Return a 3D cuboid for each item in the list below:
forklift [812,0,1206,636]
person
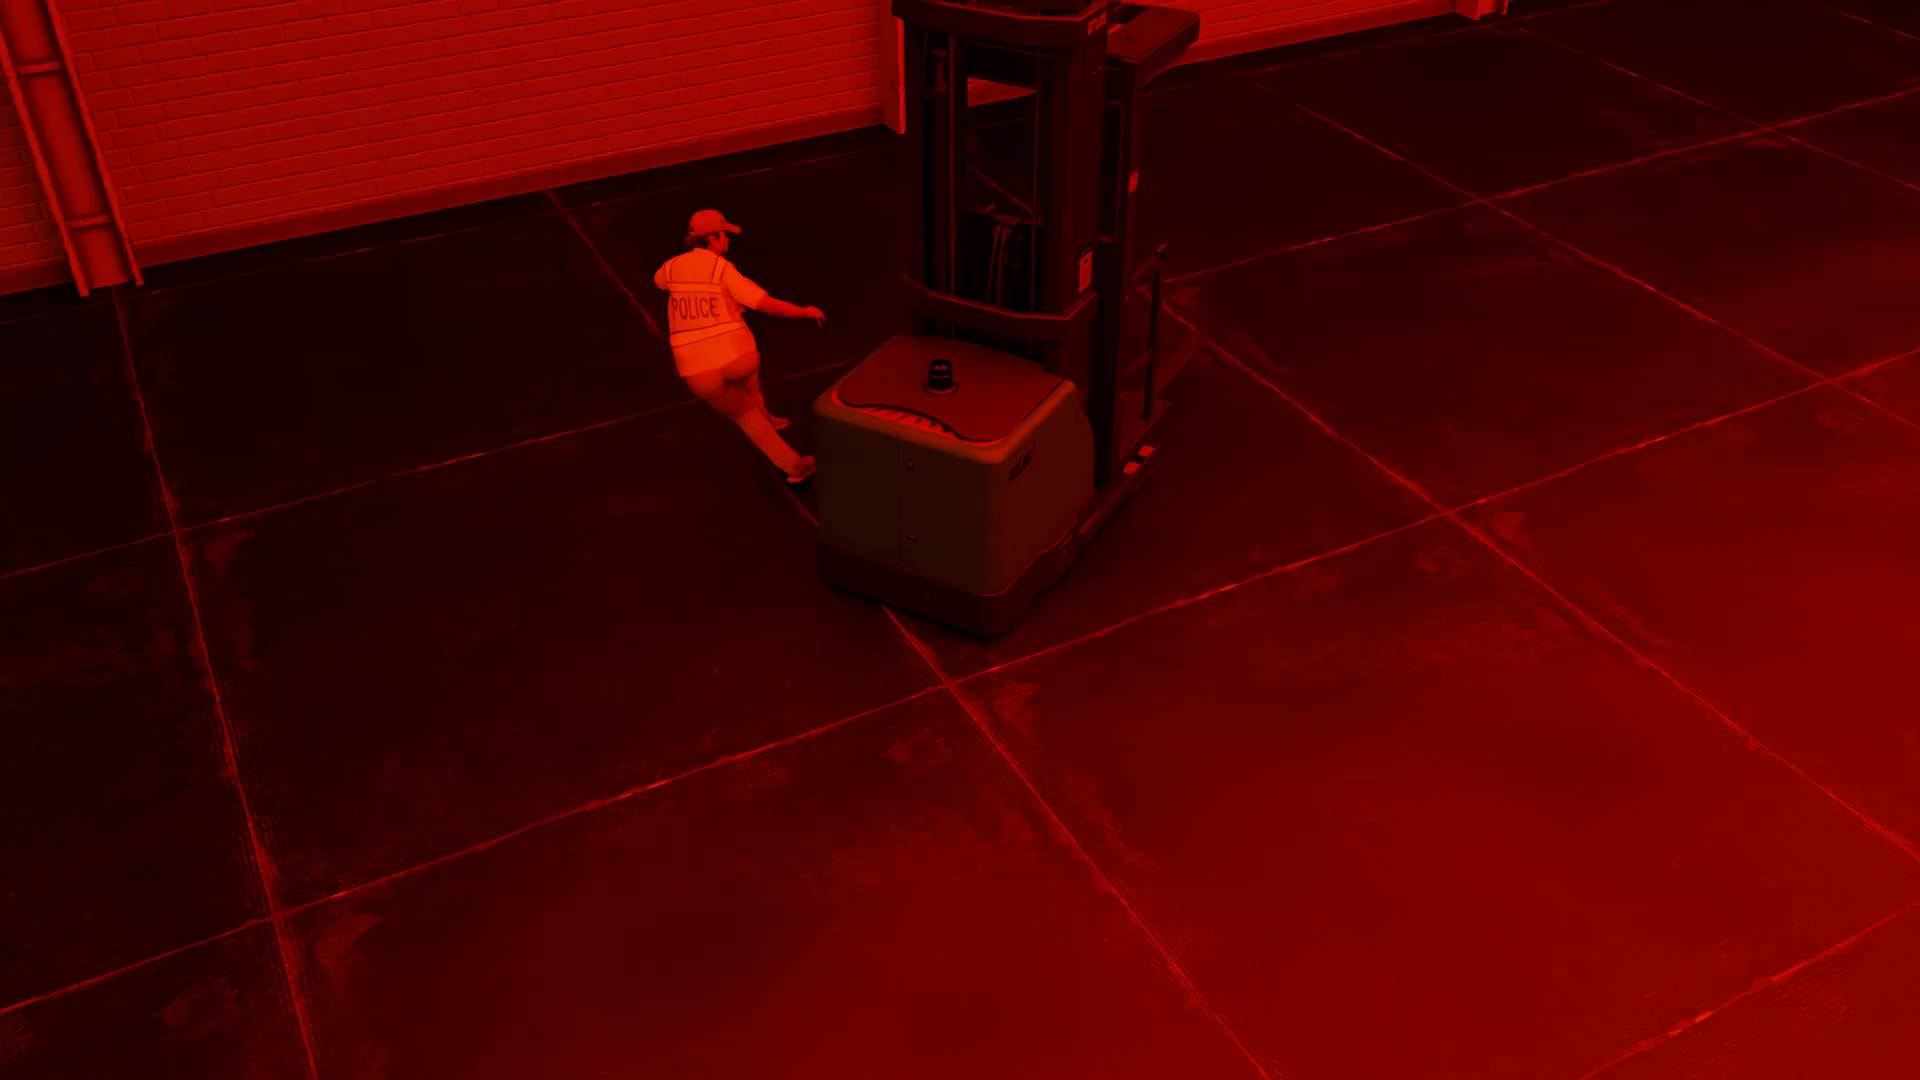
[{"bbox_3d":[0.454,-1.572,8.347,1.130,2.935,3.031,18,39,23],"label":"forklift"},{"bbox_3d":[-1.176,-1.071,8.928,0.921,1.434,0.881,-1,35,-1],"label":"person"}]
